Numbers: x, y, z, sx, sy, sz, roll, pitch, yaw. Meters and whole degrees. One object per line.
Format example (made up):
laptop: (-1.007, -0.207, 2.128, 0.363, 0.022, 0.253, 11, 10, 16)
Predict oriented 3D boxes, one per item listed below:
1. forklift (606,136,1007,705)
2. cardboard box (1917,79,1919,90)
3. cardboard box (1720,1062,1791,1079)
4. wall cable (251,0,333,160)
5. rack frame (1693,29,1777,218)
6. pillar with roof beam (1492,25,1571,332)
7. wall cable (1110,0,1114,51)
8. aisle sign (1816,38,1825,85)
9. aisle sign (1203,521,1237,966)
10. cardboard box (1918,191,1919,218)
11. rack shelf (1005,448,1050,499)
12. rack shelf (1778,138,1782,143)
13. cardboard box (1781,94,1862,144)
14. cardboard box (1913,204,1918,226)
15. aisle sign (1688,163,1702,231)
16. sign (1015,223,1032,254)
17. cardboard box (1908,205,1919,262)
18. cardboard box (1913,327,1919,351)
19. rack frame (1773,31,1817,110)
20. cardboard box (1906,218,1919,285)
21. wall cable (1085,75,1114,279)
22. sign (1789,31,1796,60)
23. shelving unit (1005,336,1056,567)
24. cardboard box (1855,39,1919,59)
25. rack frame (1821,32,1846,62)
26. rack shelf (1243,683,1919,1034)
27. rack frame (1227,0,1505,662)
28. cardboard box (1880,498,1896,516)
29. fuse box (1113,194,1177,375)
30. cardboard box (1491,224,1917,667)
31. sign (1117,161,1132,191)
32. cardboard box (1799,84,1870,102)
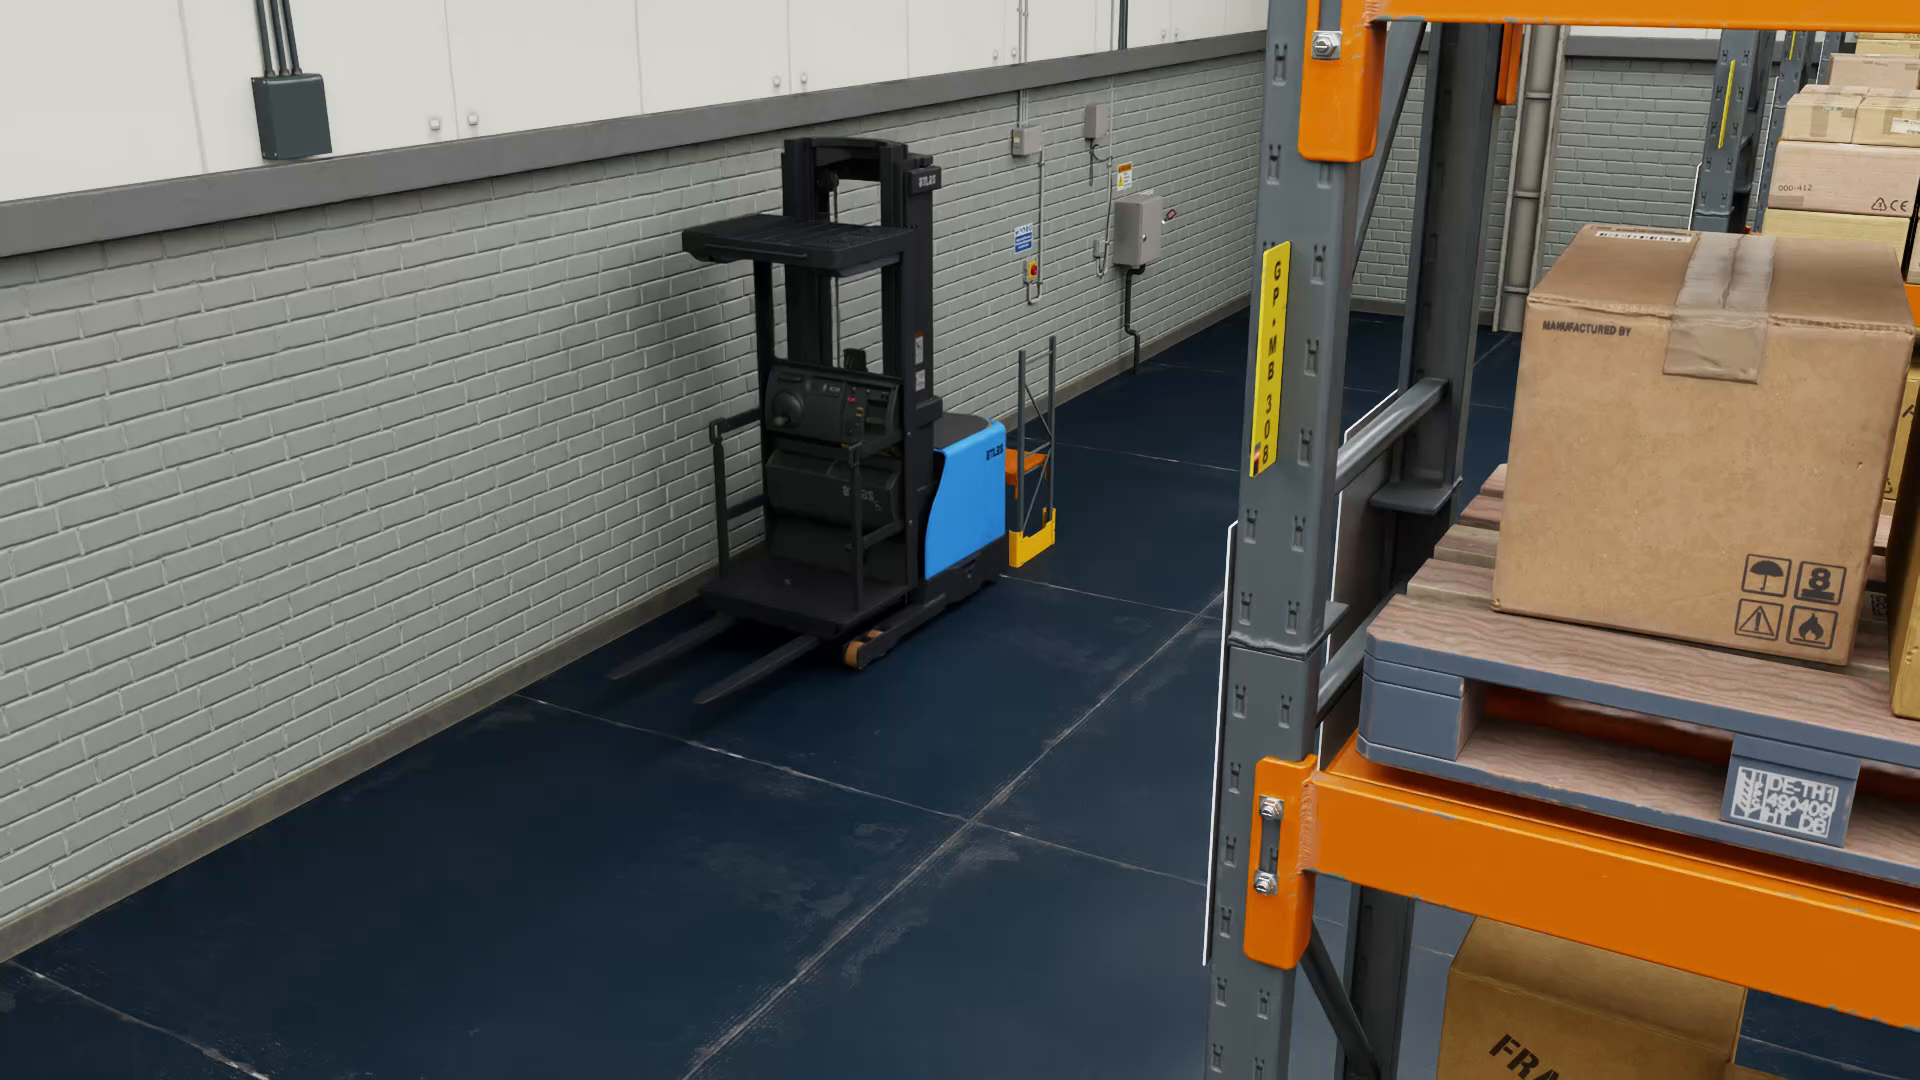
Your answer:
forklift: (-0.879, -0.798, 9.766, 1.130, 2.935, 3.031, 12, 23, 29)
cardboard box: (6.394, -2.955, 10.820, 0.250, 0.149, 0.380, 9, 22, 23)
cardboard box: (1.443, 1.259, 2.680, 0.500, 0.500, 0.500, 10, 22, 26)
wall cable: (-2.537, -4.862, 7.353, 0.120, 5.999, 2.277, 11, 23, 27)
rack frame: (3.226, -2.843, 6.505, 0.127, 3.000, 1.000, 11, 23, 27)
pillar with roof beam: (3.956, -5.246, 13.132, 0.400, 9.000, 9.100, 11, 23, 27)
wall cable: (0.818, -5.419, 13.606, 0.029, 3.000, 2.355, 11, 23, 27)
aisle sign: (7.767, -4.137, 15.059, 0.004, 0.787, 0.394, 11, 23, 27)
aisle sign: (0.510, 0.293, 2.847, 0.004, 0.787, 0.394, 11, 23, 27)
cardboard box: (3.939, -1.360, 6.304, 0.500, 0.250, 0.500, 10, 22, 27)
rack shelf: (0.074, -0.522, 11.632, 1.000, 0.185, 0.538, 11, 23, 27)
rack shelf: (7.298, -2.252, 10.331, 4.000, 0.370, 1.077, 11, 23, 27)
cardboard box: (3.398, -1.663, 6.553, 0.250, 0.149, 0.380, 11, 22, 27)
cardboard box: (6.161, -2.094, 10.674, 0.250, 0.149, 0.380, 12, 23, 29)
aisle sign: (3.016, -1.167, 6.872, 0.004, 0.787, 0.394, 11, 23, 27)
sign: (0.541, -2.566, 14.145, 0.001, 0.218, 0.327, 11, 23, 27)
cardboard box: (4.201, -1.282, 6.823, 0.500, 0.250, 0.500, 11, 23, 27)
cardboard box: (4.189, -0.593, 7.052, 0.500, 0.500, 0.500, 10, 22, 25)
rack frame: (5.552, -4.333, 10.614, 0.127, 3.000, 1.000, 11, 23, 27)
cardboard box: (3.951, -1.122, 6.381, 0.500, 0.250, 0.500, 12, 23, 29)
wall cable: (1.299, -3.345, 15.199, 0.122, 1.984, 0.588, 11, 23, 27)
sign: (5.276, -3.207, 10.510, 0.005, 0.325, 0.100, 11, 23, 27)
shelving unit: (0.067, -0.692, 11.574, 1.083, 1.500, 0.587, 11, 23, 27)
cardboard box: (8.223, -4.315, 14.748, 0.500, 0.250, 0.500, 11, 22, 27)
rack frame: (7.969, -5.811, 14.689, 0.127, 3.000, 1.000, 11, 23, 27)
rack shelf: (2.465, 0.698, 2.198, 4.000, 0.370, 1.077, 11, 23, 27)
rack frame: (0.719, -1.383, 2.481, 0.127, 3.000, 1.000, 11, 23, 27)
cardboard box: (3.963, 0.029, 6.803, 0.500, 0.500, 0.500, 11, 23, 27)
fuse box: (1.770, -2.439, 16.080, 0.414, 1.711, 0.539, 11, 23, 27)
cardboard box: (1.199, -0.194, 2.692, 0.500, 0.500, 0.700, 9, 22, 24)
sign: (1.562, -3.451, 15.769, 0.001, 0.242, 0.339, 11, 23, 27)
cardboard box: (3.660, -1.817, 6.978, 0.250, 0.149, 0.380, 11, 22, 27)
